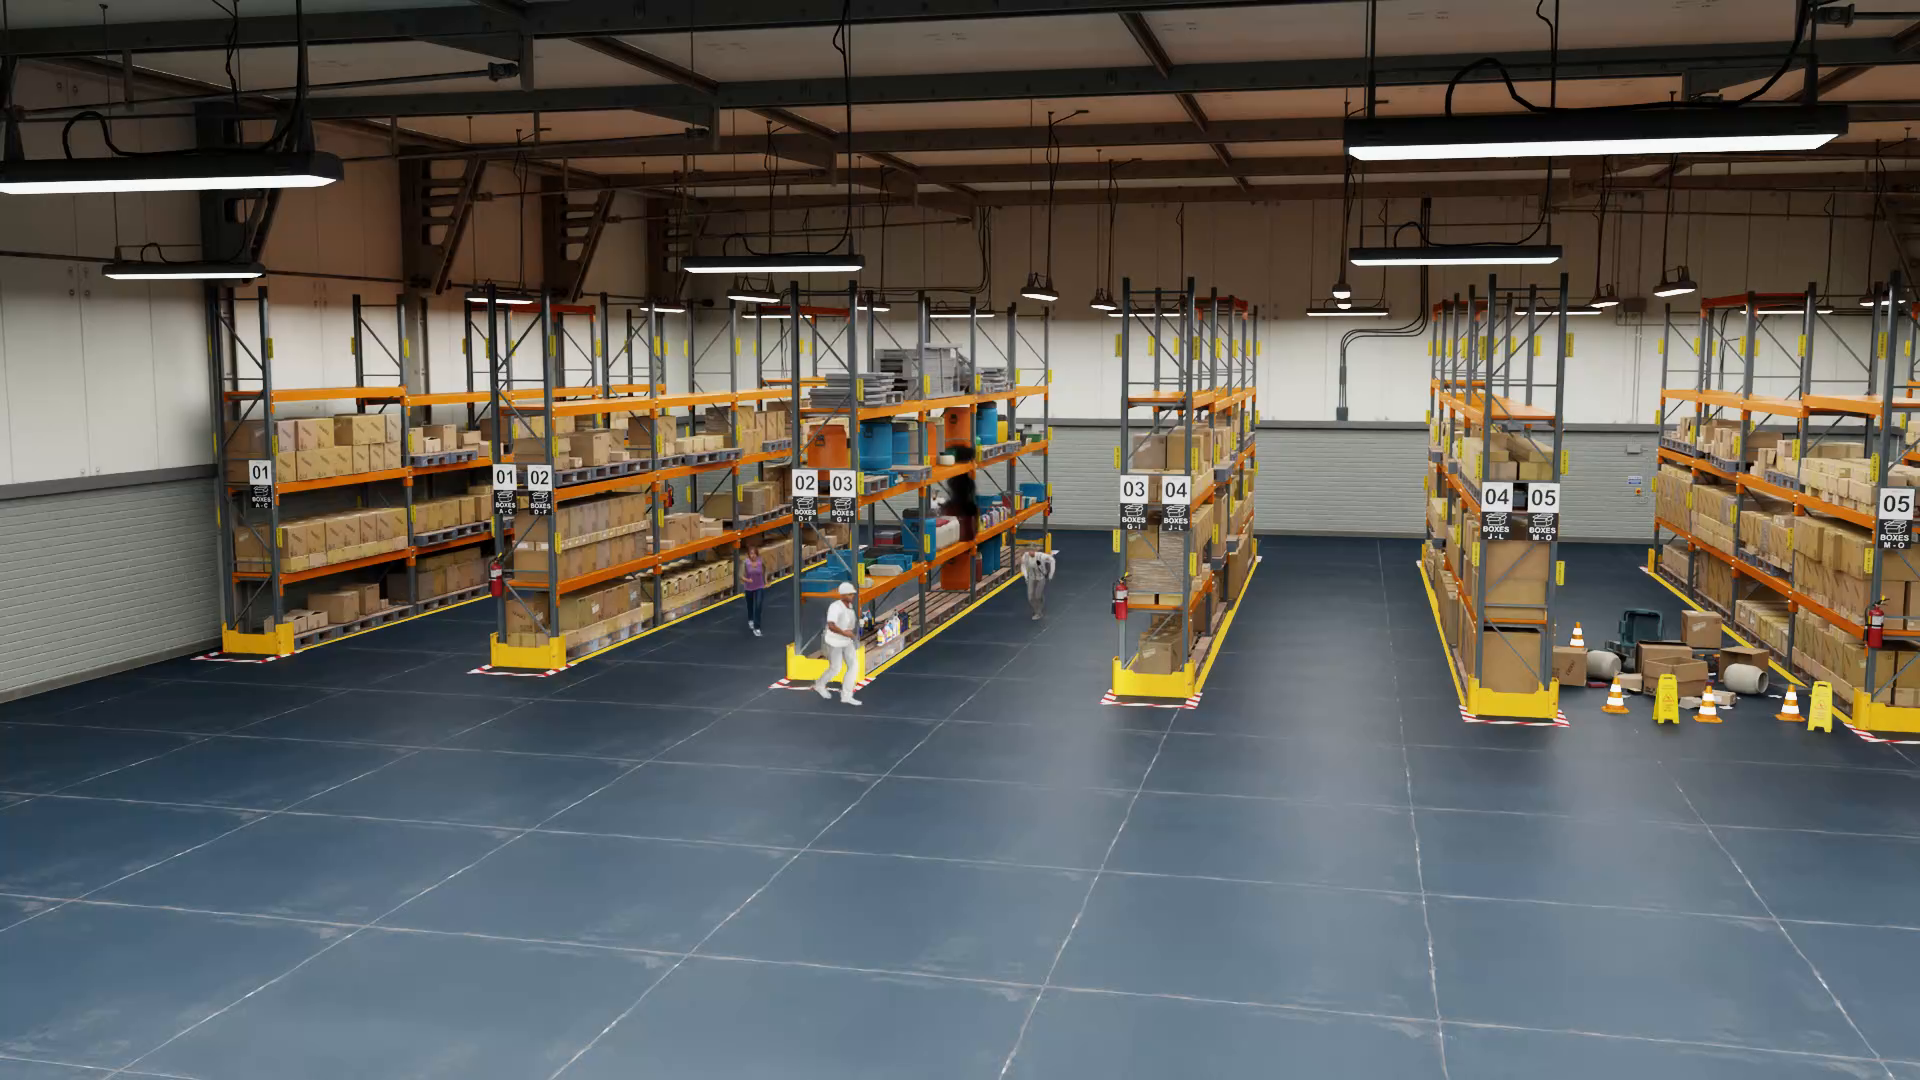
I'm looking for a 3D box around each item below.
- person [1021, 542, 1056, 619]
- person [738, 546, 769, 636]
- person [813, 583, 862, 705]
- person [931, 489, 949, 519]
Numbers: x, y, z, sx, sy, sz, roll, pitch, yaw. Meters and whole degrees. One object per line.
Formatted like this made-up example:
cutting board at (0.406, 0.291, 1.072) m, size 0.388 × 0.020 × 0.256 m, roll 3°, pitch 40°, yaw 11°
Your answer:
person at (1.450, 0.752, 30.746) m, size 0.643 × 1.483 × 0.784 m, roll 2°, pitch 7°, yaw 17°
person at (-3.631, 0.875, 29.256) m, size 0.533 × 1.552 × 0.890 m, roll -1°, pitch 7°, yaw -9°
person at (-1.764, 1.448, 23.428) m, size 0.849 × 1.726 × 0.667 m, roll 4°, pitch 8°, yaw 32°
person at (-0.590, -0.501, 41.182) m, size 0.613 × 1.579 × 0.780 m, roll 0°, pitch 7°, yaw 4°
